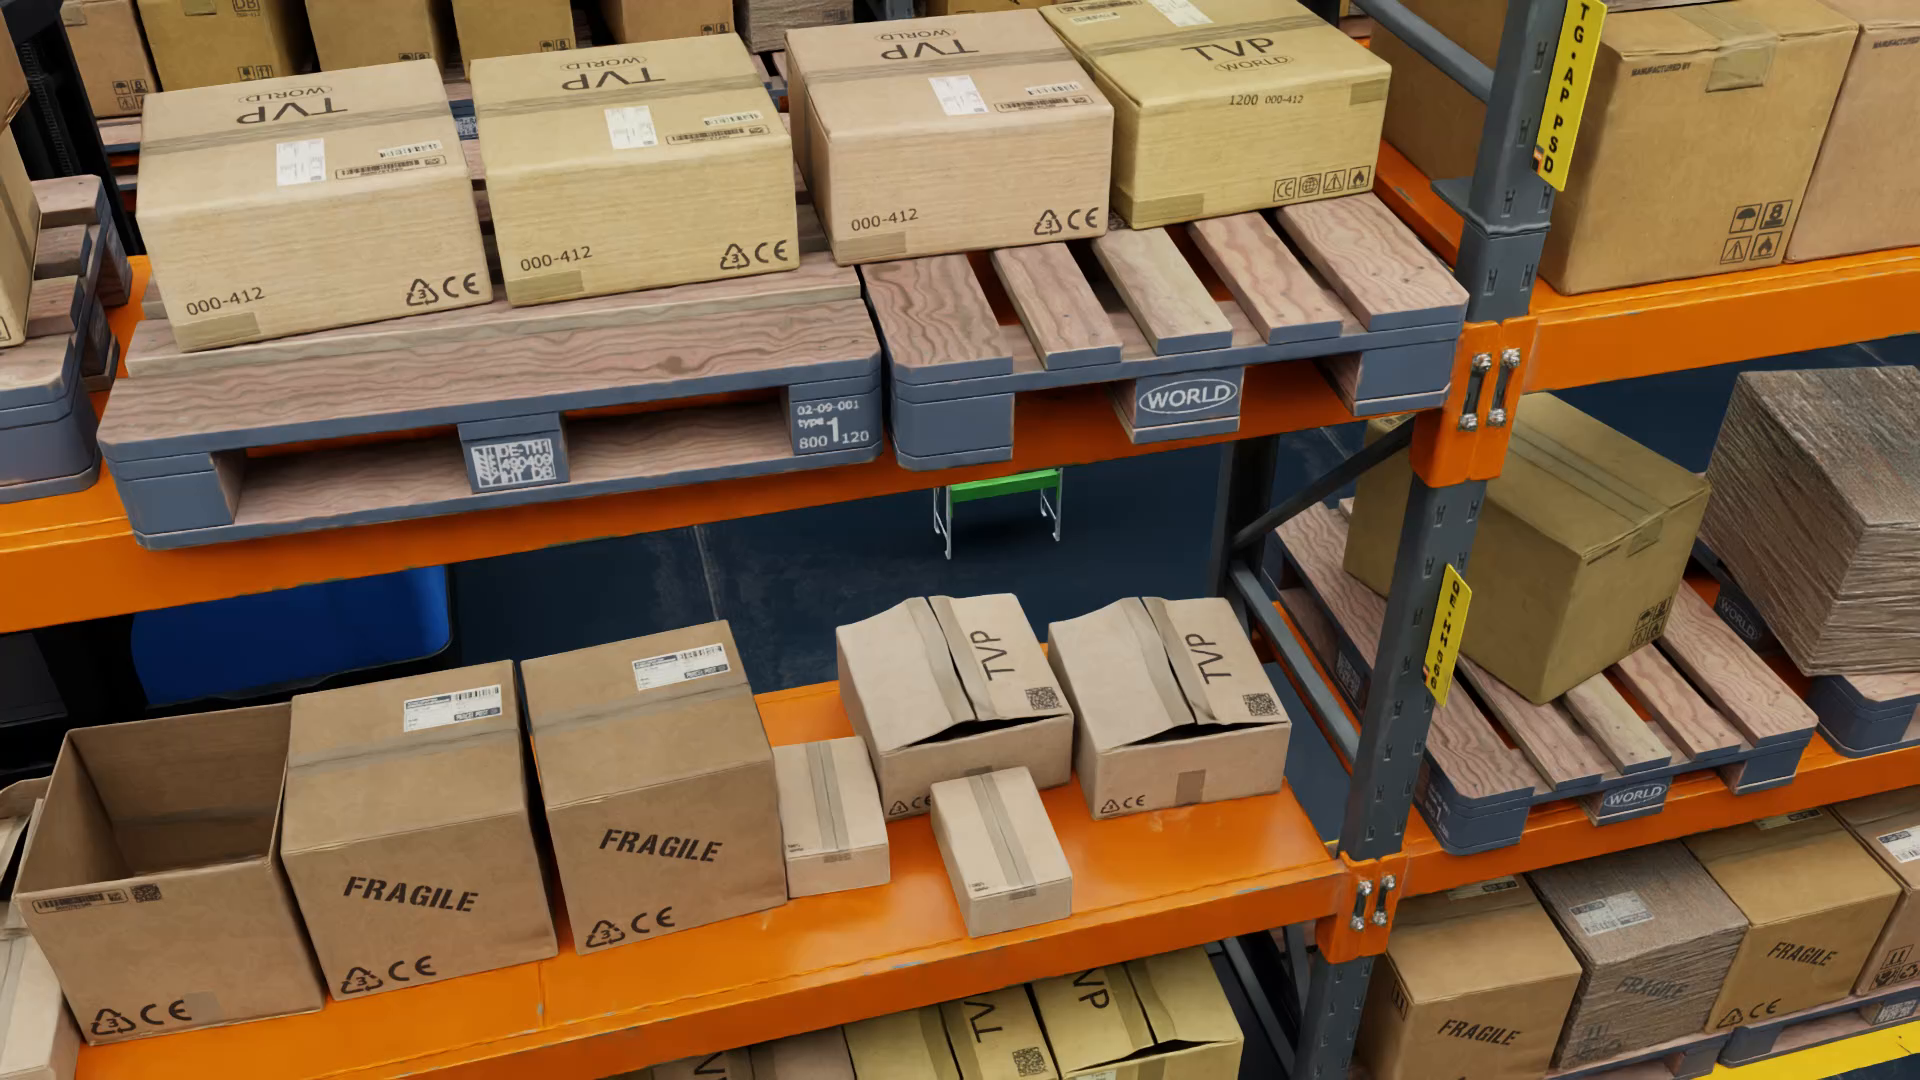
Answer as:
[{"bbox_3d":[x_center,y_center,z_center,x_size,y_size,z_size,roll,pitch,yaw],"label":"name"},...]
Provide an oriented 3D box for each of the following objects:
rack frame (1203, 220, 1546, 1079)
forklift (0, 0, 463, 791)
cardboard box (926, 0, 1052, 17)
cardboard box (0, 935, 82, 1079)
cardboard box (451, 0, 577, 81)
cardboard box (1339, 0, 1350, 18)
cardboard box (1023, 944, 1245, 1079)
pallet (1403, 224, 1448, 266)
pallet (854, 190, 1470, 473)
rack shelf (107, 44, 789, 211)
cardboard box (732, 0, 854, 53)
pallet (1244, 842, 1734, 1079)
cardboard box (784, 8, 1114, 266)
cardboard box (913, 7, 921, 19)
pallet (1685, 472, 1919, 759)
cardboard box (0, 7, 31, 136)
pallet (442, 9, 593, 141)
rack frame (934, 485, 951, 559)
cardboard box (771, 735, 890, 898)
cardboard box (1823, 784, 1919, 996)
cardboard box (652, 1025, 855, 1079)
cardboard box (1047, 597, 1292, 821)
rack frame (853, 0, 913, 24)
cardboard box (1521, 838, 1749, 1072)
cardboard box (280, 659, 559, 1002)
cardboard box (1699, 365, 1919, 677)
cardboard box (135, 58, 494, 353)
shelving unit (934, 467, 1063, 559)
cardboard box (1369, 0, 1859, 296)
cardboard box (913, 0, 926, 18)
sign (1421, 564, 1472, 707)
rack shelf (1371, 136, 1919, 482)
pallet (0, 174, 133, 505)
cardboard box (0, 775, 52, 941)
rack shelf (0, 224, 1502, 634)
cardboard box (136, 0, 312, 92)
[{"bbox_3d":[0.891,0.342,4.335,0.127,3.000,1.000,-9,38,-12],"label":"rack frame"},{"bbox_3d":[-3.484,-0.543,5.548,3.031,2.935,1.130,-10,39,-13],"label":"forklift"},{"bbox_3d":[0.132,-2.656,7.910,0.500,0.500,0.500,-8,38,-11],"label":"cardboard box"},{"bbox_3d":[-2.062,1.055,3.609,0.250,0.149,0.380,-9,38,-12],"label":"cardboard box"},{"bbox_3d":[-2.052,-2.487,7.588,0.500,0.500,0.700,-9,38,-12],"label":"cardboard box"},{"bbox_3d":[1.620,-2.899,8.227,0.500,0.500,0.500,-8,38,-11],"label":"cardboard box"},{"bbox_3d":[0.450,1.272,4.575,0.500,0.311,0.500,-8,38,-11],"label":"cardboard box"},{"bbox_3d":[2.733,-1.923,9.590,1.213,0.211,1.003,-9,38,-12],"label":"pallet"},{"bbox_3d":[0.259,-0.615,3.271,1.003,0.211,1.213,-8,38,-10],"label":"pallet"},{"bbox_3d":[-2.335,-1.961,7.937,4.000,0.370,1.077,-9,38,-12],"label":"rack shelf"},{"bbox_3d":[-0.855,-2.698,7.863,0.500,0.500,0.700,-14,40,-17],"label":"cardboard box"},{"bbox_3d":[1.622,1.353,5.307,1.213,0.211,1.003,-9,38,-12],"label":"pallet"},{"bbox_3d":[-0.033,-0.758,3.082,0.500,0.250,0.500,-8,38,-11],"label":"cardboard box"},{"bbox_3d":[-0.156,-2.673,8.466,0.250,0.149,0.380,-9,38,-11],"label":"cardboard box"},{"bbox_3d":[2.768,0.107,4.799,1.213,0.211,1.003,-9,38,-12],"label":"pallet"},{"bbox_3d":[-1.821,-0.800,2.518,0.500,0.500,0.500,-6,38,-8],"label":"cardboard box"},{"bbox_3d":[-2.304,-2.150,7.749,1.213,0.211,1.003,-9,38,-12],"label":"pallet"},{"bbox_3d":[-0.076,-0.464,6.869,0.015,1.200,0.240,-9,38,-12],"label":"rack frame"},{"bbox_3d":[-0.325,0.676,4.104,0.250,0.149,0.380,-7,38,-9],"label":"cardboard box"},{"bbox_3d":[2.897,1.007,5.160,0.500,0.500,0.500,-11,39,-13],"label":"cardboard box"},{"bbox_3d":[-0.538,1.436,4.360,0.500,0.311,0.500,-10,38,-12],"label":"cardboard box"},{"bbox_3d":[0.529,0.409,4.320,0.500,0.311,0.500,-7,38,-9],"label":"cardboard box"},{"bbox_3d":[-0.404,-2.563,8.132,0.127,3.000,1.000,-9,38,-12],"label":"rack frame"},{"bbox_3d":[1.909,1.169,4.948,0.500,0.500,0.500,-11,39,-14],"label":"cardboard box"},{"bbox_3d":[-1.233,0.661,3.835,0.500,0.500,0.500,-9,38,-12],"label":"cardboard box"},{"bbox_3d":[2.403,-0.064,4.436,0.500,0.500,0.700,-3,37,-3],"label":"cardboard box"},{"bbox_3d":[-1.109,-0.590,2.862,0.500,0.250,0.500,-12,39,-16],"label":"cardboard box"},{"bbox_3d":[0.160,-0.503,6.920,0.503,1.200,0.258,-9,38,-12],"label":"shelving unit"},{"bbox_3d":[1.304,-0.978,3.509,0.500,0.500,0.910,-9,38,-12],"label":"cardboard box"},{"bbox_3d":[-0.017,-2.959,8.305,0.500,0.500,0.500,-9,38,-12],"label":"cardboard box"},{"bbox_3d":[1.039,0.207,3.558,0.005,0.325,0.100,-9,38,-12],"label":"sign"},{"bbox_3d":[2.822,-0.881,4.056,4.000,0.370,1.077,-9,38,-12],"label":"rack shelf"},{"bbox_3d":[-2.122,-0.287,2.846,1.217,0.209,0.805,-11,39,-14],"label":"pallet"},{"bbox_3d":[-2.169,0.782,3.870,0.258,0.266,0.396,-10,39,-13],"label":"cardboard box"},{"bbox_3d":[-1.040,-0.247,3.228,4.000,0.370,1.077,-9,38,-12],"label":"rack shelf"},{"bbox_3d":[-3.224,-2.289,7.329,0.500,0.500,0.700,-6,38,-7],"label":"cardboard box"}]
